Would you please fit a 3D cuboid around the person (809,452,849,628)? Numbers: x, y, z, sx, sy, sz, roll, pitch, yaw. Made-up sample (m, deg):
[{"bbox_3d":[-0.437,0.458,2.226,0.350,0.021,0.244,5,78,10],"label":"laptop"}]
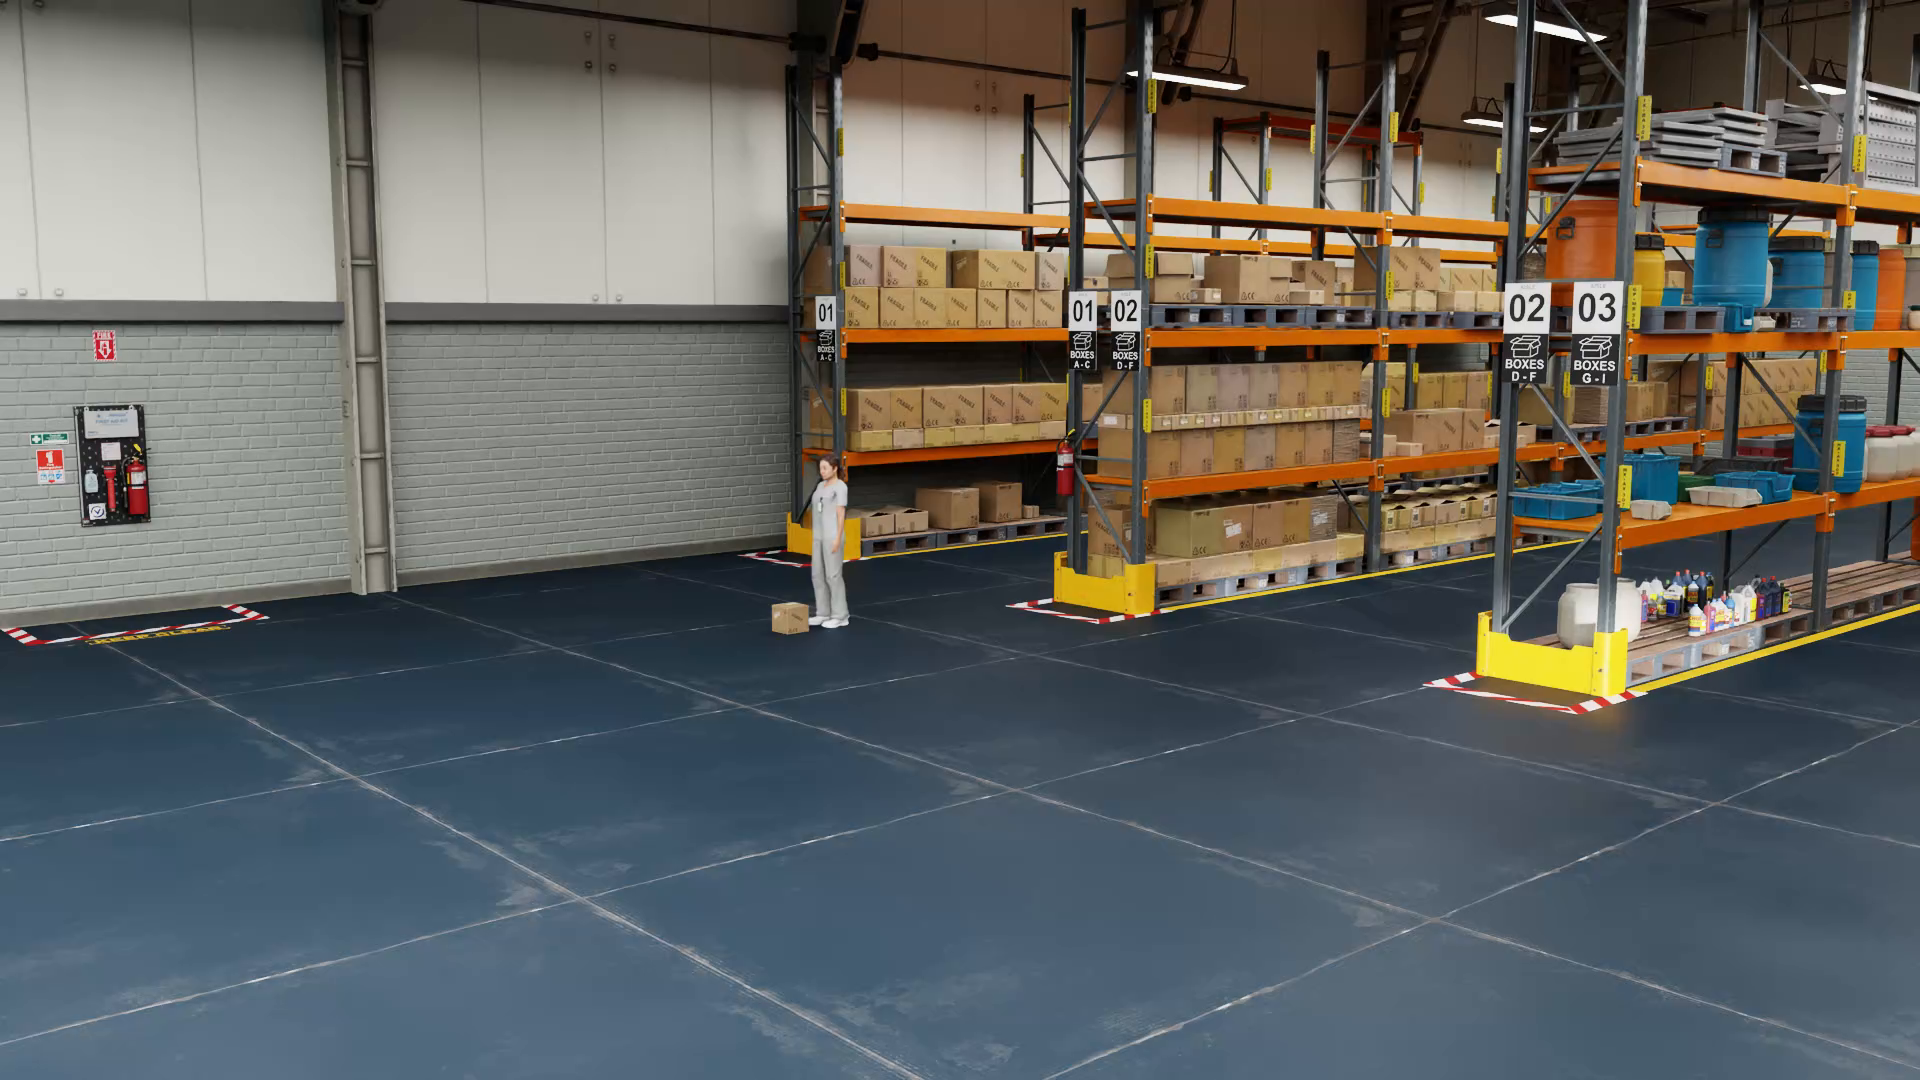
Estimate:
[{"bbox_3d":[-1.232,-0.006,15.861,0.365,1.672,0.439,-6,10,-40],"label":"person"}]
